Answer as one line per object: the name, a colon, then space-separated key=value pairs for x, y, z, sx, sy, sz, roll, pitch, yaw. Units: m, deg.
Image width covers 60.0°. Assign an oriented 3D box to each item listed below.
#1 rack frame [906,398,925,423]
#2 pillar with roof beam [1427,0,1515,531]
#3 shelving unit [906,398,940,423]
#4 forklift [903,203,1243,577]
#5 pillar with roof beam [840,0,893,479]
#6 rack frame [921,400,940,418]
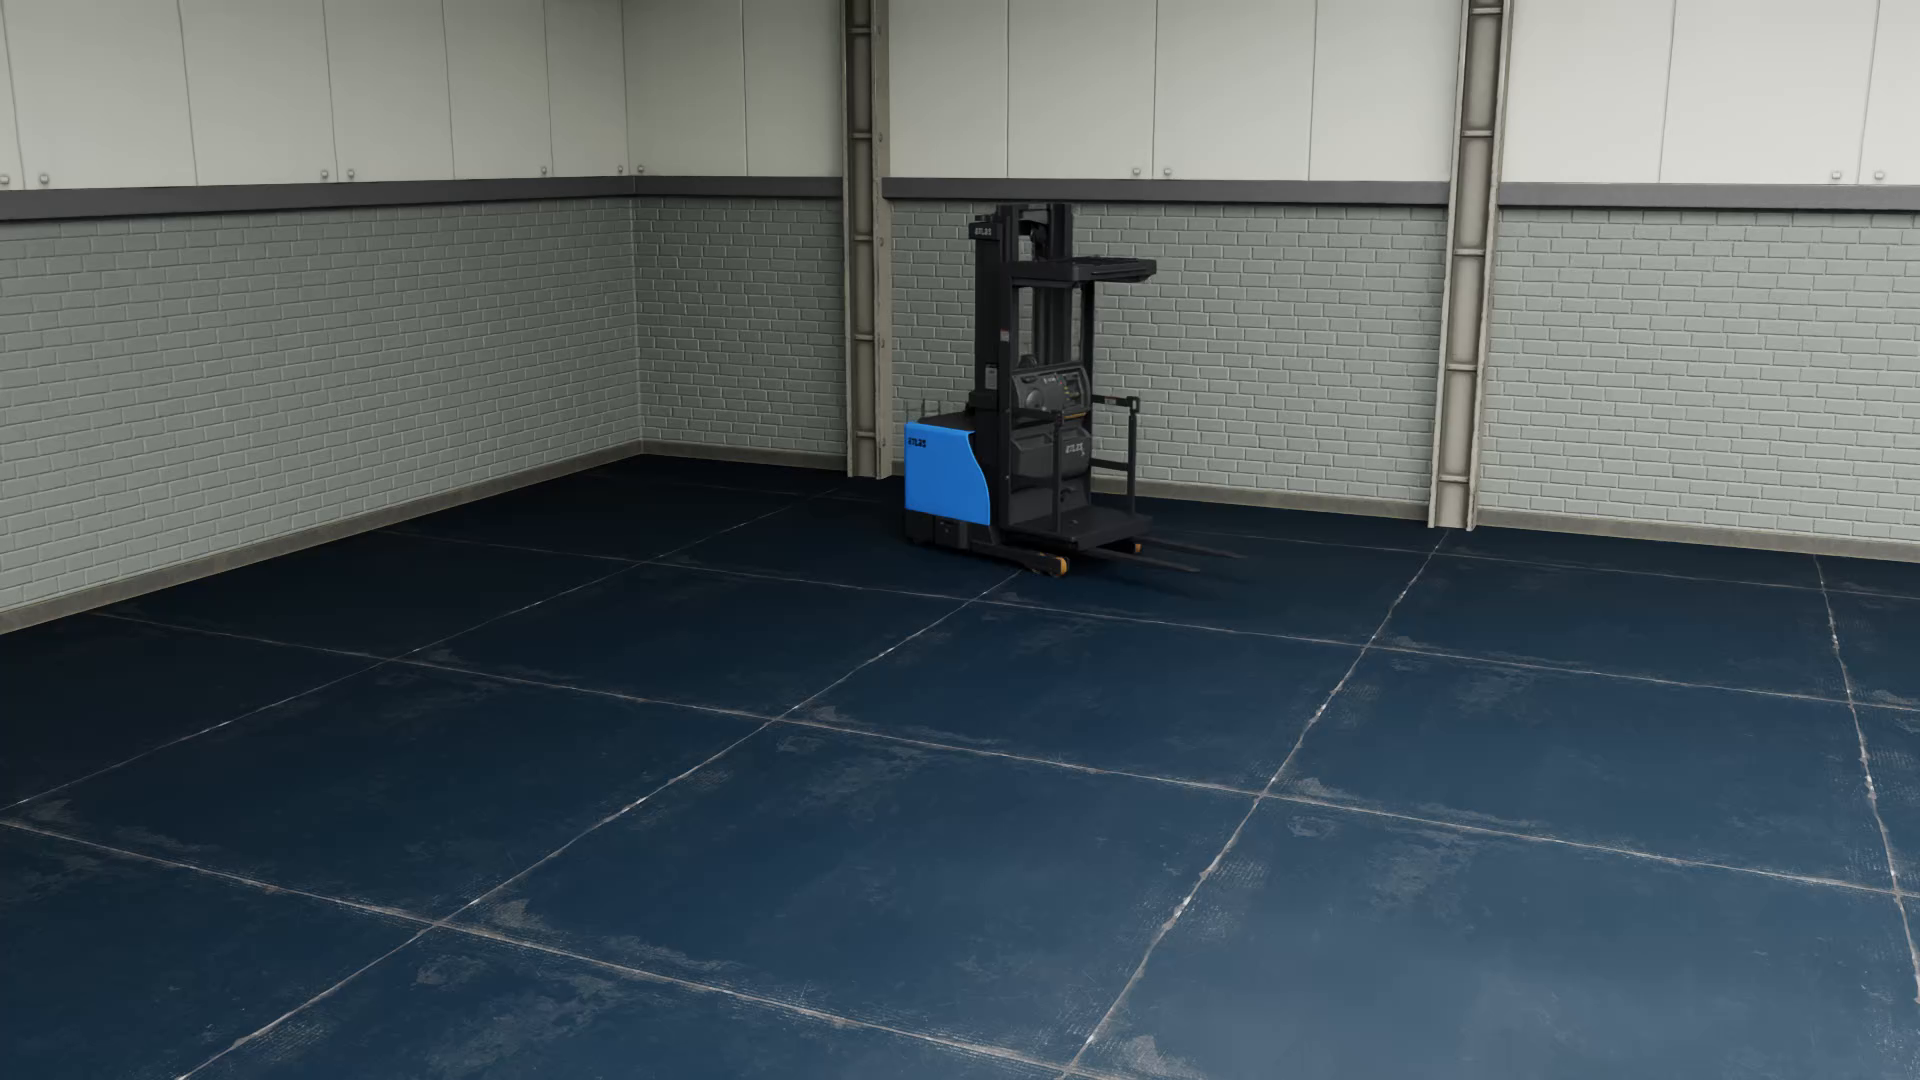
rack frame: x=-0.396 y=-0.667 z=14.969 sx=0.006 sy=1.200 sz=0.240 roll=12 pitch=18 yaw=41
pillar with roof beam: x=2.787 y=-3.613 z=10.455 sx=0.400 sy=9.000 sz=9.100 roll=6 pitch=14 yaw=23
shelving unit: x=-0.328 y=-0.652 z=14.909 sx=0.189 sy=1.200 sz=0.258 roll=12 pitch=18 yaw=41
forklift: x=0.920 y=-1.260 z=13.710 sx=3.031 sy=2.935 sz=1.130 roll=12 pitch=18 yaw=41
pillar with roof beam: x=-2.699 y=-4.169 z=12.821 sx=0.400 sy=9.000 sz=9.100 roll=6 pitch=14 yaw=23
rack frame: x=-0.261 y=-0.638 z=14.848 sx=0.006 sy=1.200 sz=0.240 roll=12 pitch=18 yaw=41
